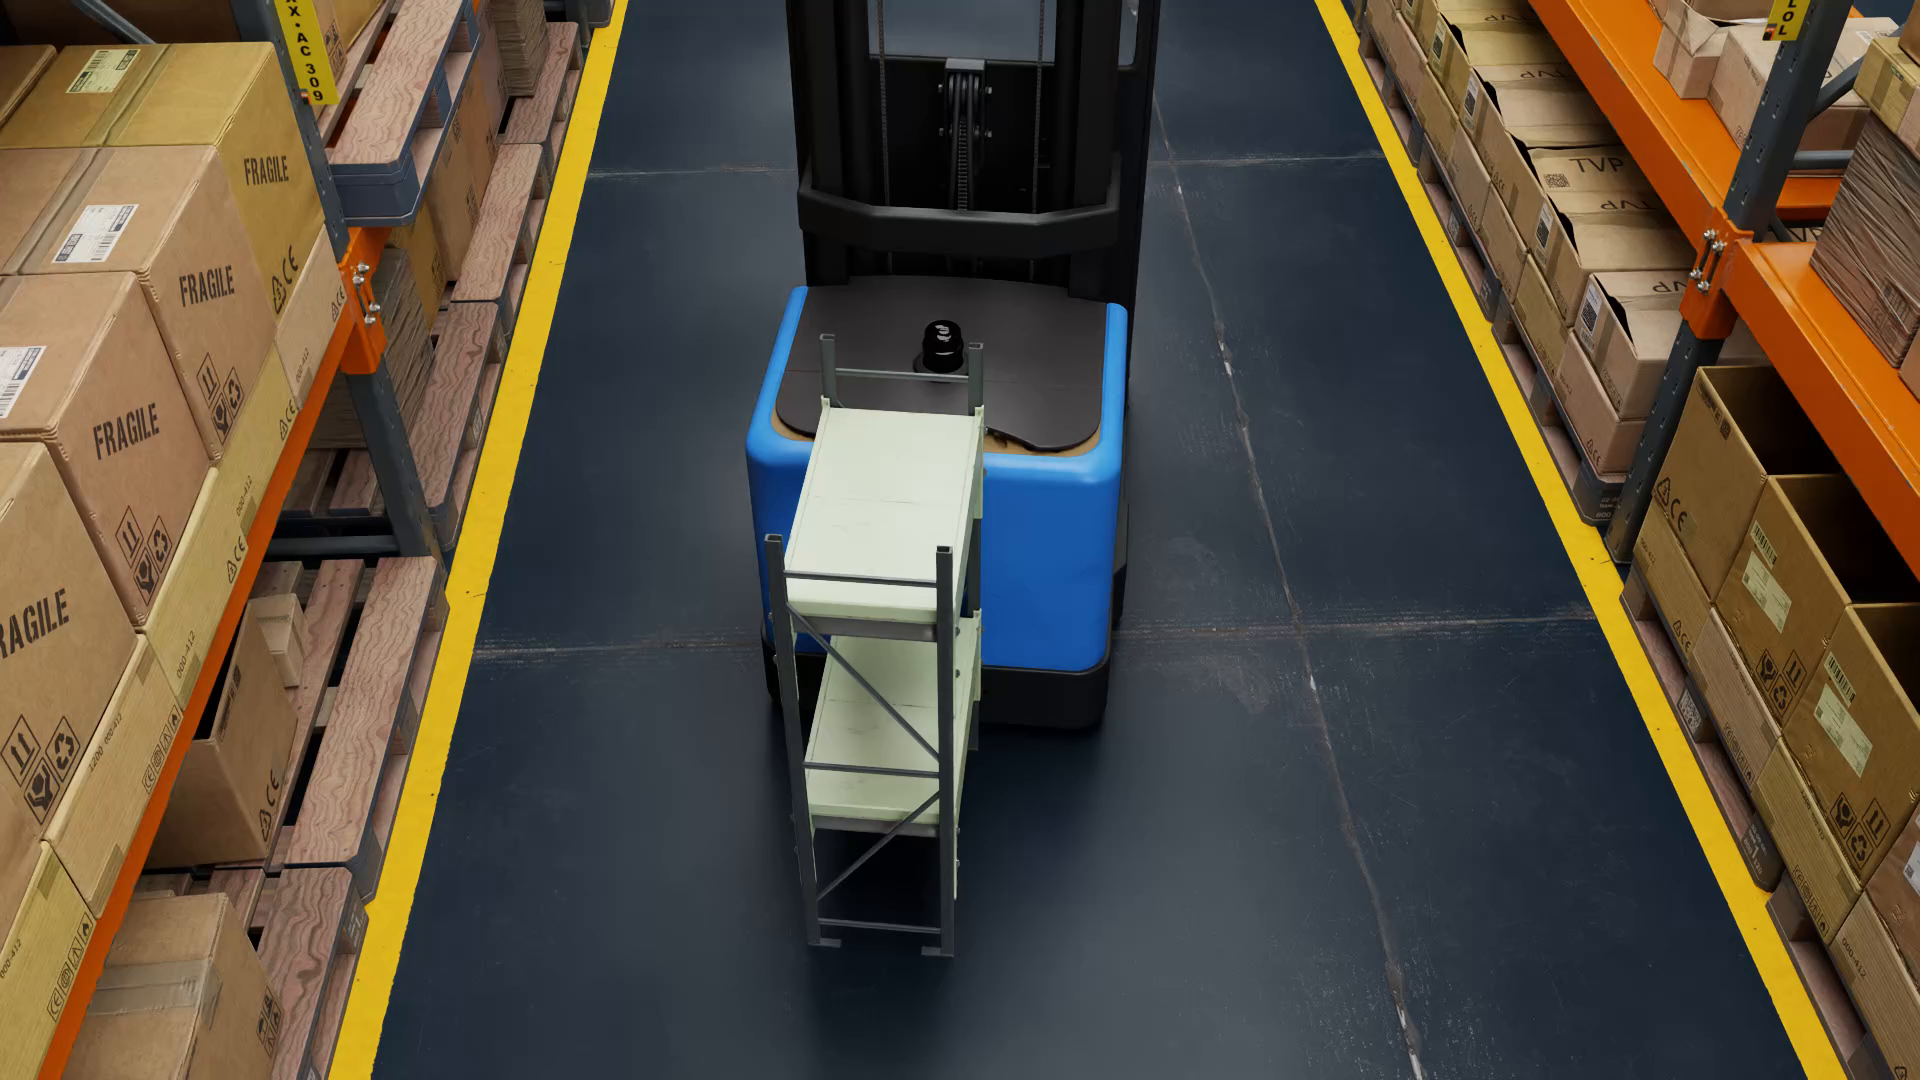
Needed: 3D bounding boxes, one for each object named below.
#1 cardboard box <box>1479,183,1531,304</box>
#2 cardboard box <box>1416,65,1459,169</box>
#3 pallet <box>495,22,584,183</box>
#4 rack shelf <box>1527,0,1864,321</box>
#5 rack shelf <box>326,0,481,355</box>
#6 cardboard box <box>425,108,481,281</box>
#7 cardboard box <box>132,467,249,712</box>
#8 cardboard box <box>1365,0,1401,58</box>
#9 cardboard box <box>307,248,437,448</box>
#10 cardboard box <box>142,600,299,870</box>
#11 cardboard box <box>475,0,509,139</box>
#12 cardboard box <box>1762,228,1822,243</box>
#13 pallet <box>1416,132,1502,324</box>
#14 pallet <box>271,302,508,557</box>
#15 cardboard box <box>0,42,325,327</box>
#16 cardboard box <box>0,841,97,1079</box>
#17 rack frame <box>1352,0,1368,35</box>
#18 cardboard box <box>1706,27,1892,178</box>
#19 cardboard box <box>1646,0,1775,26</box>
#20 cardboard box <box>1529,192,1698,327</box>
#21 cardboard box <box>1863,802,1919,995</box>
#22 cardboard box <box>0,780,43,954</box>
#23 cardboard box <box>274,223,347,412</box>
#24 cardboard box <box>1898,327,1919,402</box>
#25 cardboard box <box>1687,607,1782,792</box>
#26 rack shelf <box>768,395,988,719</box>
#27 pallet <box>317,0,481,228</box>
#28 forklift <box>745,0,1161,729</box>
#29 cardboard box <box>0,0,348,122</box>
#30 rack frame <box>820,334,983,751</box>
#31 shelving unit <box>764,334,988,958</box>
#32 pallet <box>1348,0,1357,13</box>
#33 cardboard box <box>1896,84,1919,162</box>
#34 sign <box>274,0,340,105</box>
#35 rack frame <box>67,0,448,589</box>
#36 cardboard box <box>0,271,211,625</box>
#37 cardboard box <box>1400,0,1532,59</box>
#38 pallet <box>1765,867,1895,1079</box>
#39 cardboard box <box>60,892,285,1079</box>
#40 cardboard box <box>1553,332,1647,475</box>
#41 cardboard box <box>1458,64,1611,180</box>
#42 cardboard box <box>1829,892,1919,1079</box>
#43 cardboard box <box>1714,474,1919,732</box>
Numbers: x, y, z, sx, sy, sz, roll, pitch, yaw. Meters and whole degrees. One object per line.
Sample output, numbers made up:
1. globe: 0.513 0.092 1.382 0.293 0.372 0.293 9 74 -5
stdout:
1. cardboard box: 2.373 -1.173 6.534 0.500 0.250 0.500 -1 43 -1
2. cardboard box: 2.332 -1.863 7.287 0.500 0.250 0.500 -3 43 -3
3. pallet: -2.365 -2.074 7.856 1.003 0.211 1.213 -2 43 -2
4. rack shelf: 2.638 -2.159 6.418 1.077 0.370 4.000 -2 43 -2
5. rack shelf: -2.311 -2.014 6.260 1.077 0.370 4.000 -2 43 -2
6. cardboard box: -2.328 -1.359 6.537 0.700 0.500 0.500 -1 43 -1
7. cardboard box: -1.854 0.106 3.511 0.500 0.250 0.500 -2 43 -2
8. cardboard box: 2.281 -2.553 8.040 0.500 0.250 0.500 -2 43 -2
9. cardboard box: -2.274 -0.666 5.781 0.700 0.500 0.500 0 43 0
10. cardboard box: -2.142 0.530 4.476 0.500 0.500 0.500 -5 43 -5
11. cardboard box: -2.408 -2.034 7.274 0.700 0.500 0.500 -2 43 -2
12. cardboard box: 2.938 -1.046 5.980 0.500 0.311 0.500 -2 43 -2
13. pallet: 2.597 -1.368 7.086 1.003 0.211 1.213 -2 43 -2
14. pallet: -2.261 -0.427 6.059 1.003 0.211 1.213 -2 43 -2
15. cardboard box: -1.897 -0.847 3.996 0.500 0.500 0.500 -2 43 -2
16. cardboard box: -1.812 0.786 2.768 0.500 0.250 0.500 -2 43 -2
17. rack frame: 2.553 -3.774 7.648 1.000 3.000 0.127 -2 43 -2
18. cardboard box: 2.658 -1.350 5.113 0.500 0.250 0.500 1 43 1
19. cardboard box: 2.684 -1.985 5.622 0.500 0.500 0.500 1 43 1
20. cardboard box: 2.391 -1.038 5.972 0.500 0.311 0.500 -1 43 -1
21. cardboard box: 2.495 0.843 3.779 0.500 0.500 0.500 -2 43 -2
22. cardboard box: -1.803 0.529 2.494 0.500 0.500 0.500 -3 43 -3
23. cardboard box: -1.904 -0.570 4.248 0.500 0.250 0.500 -2 43 -2
24. cardboard box: 2.777 -0.455 3.953 0.700 0.500 0.500 -2 43 -2
25. cardboard box: 2.455 0.445 4.769 0.500 0.250 0.500 -2 43 -2
26. rack shelf: -0.179 0.027 4.034 0.431 0.370 0.720 4 43 4
27. pallet: -2.114 -1.378 5.176 1.003 0.211 1.213 -2 43 -2
28. forklift: 0.061 -1.504 5.221 1.130 2.935 3.031 4 43 4
29. cardboard box: -2.214 -1.473 4.737 0.700 0.500 0.500 -2 43 -2
30. rack frame: -0.144 0.068 4.566 0.400 1.500 0.023 4 43 4
31. shelving unit: -0.179 0.314 4.297 0.431 1.500 0.755 4 43 4
32. pallet: 2.559 -3.251 9.141 1.003 0.211 1.213 -2 43 -2
33. cardboard box: 2.551 -0.993 4.060 0.380 0.149 0.250 -1 43 -1
34. sign: -1.685 -1.269 4.274 0.100 0.325 0.005 -2 43 -2
35. rack frame: -2.227 -0.929 4.544 1.000 3.000 0.127 -2 43 -2
36. cardboard box: -1.860 -0.170 3.257 0.500 0.500 0.500 -3 43 -3
37. cardboard box: 2.312 -2.406 7.464 0.500 0.311 0.500 -3 43 -3
38. pallet: 2.769 1.318 4.156 1.003 0.211 1.213 -2 43 -2
39. cardboard box: -2.002 1.179 3.768 0.700 0.500 0.500 -4 43 -4
40. cardboard box: 2.415 -0.487 5.785 0.500 0.250 0.500 -2 43 -2
41. cardboard box: 2.354 -1.714 6.709 0.500 0.311 0.500 -2 43 -2
42. cardboard box: 2.499 1.120 4.033 0.500 0.250 0.500 -2 43 -2
43. cardboard box: 2.459 0.168 4.516 0.500 0.500 0.500 -2 43 -2
